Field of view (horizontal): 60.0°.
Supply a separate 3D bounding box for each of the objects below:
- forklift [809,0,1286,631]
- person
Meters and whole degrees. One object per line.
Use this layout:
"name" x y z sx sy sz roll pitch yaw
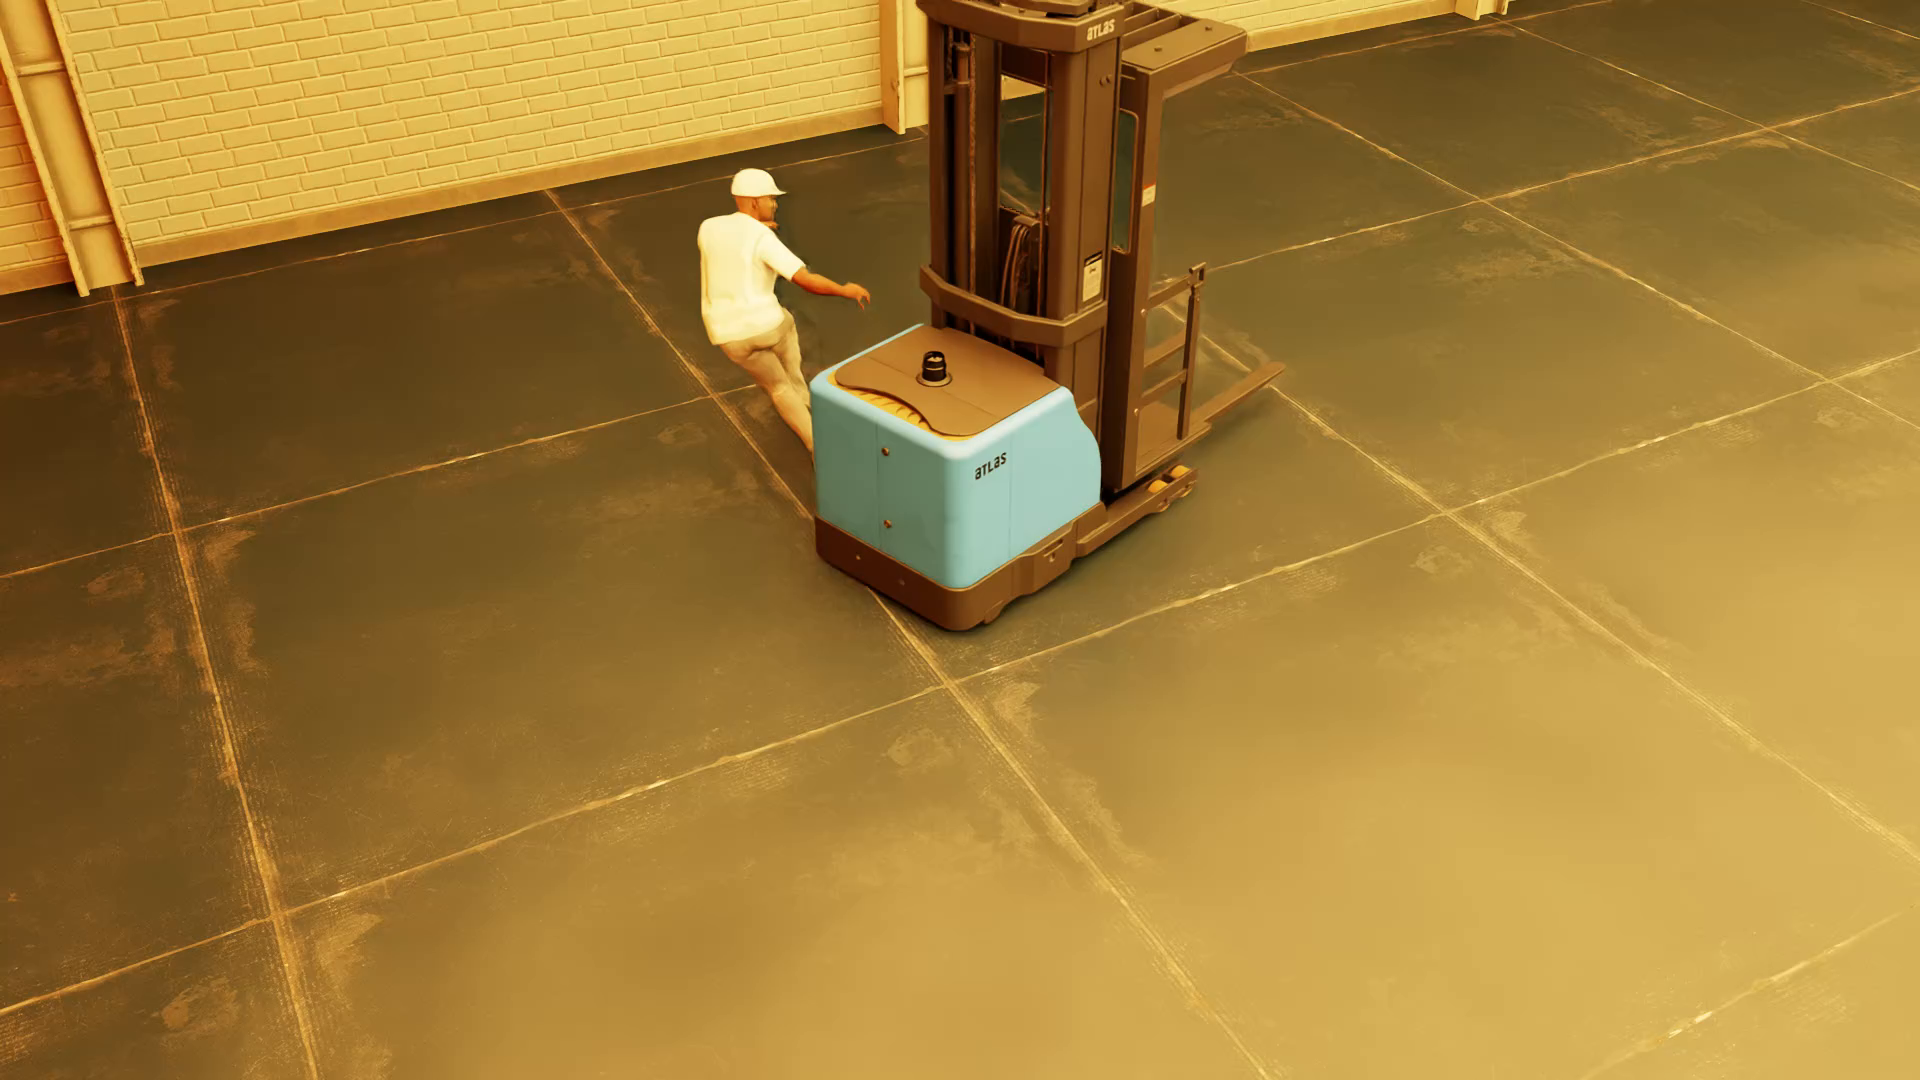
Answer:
"forklift" 0.636 -1.527 8.284 1.130 2.935 3.031 28 44 34
"person" -0.978 -1.285 9.160 1.039 1.512 0.919 7 36 10
